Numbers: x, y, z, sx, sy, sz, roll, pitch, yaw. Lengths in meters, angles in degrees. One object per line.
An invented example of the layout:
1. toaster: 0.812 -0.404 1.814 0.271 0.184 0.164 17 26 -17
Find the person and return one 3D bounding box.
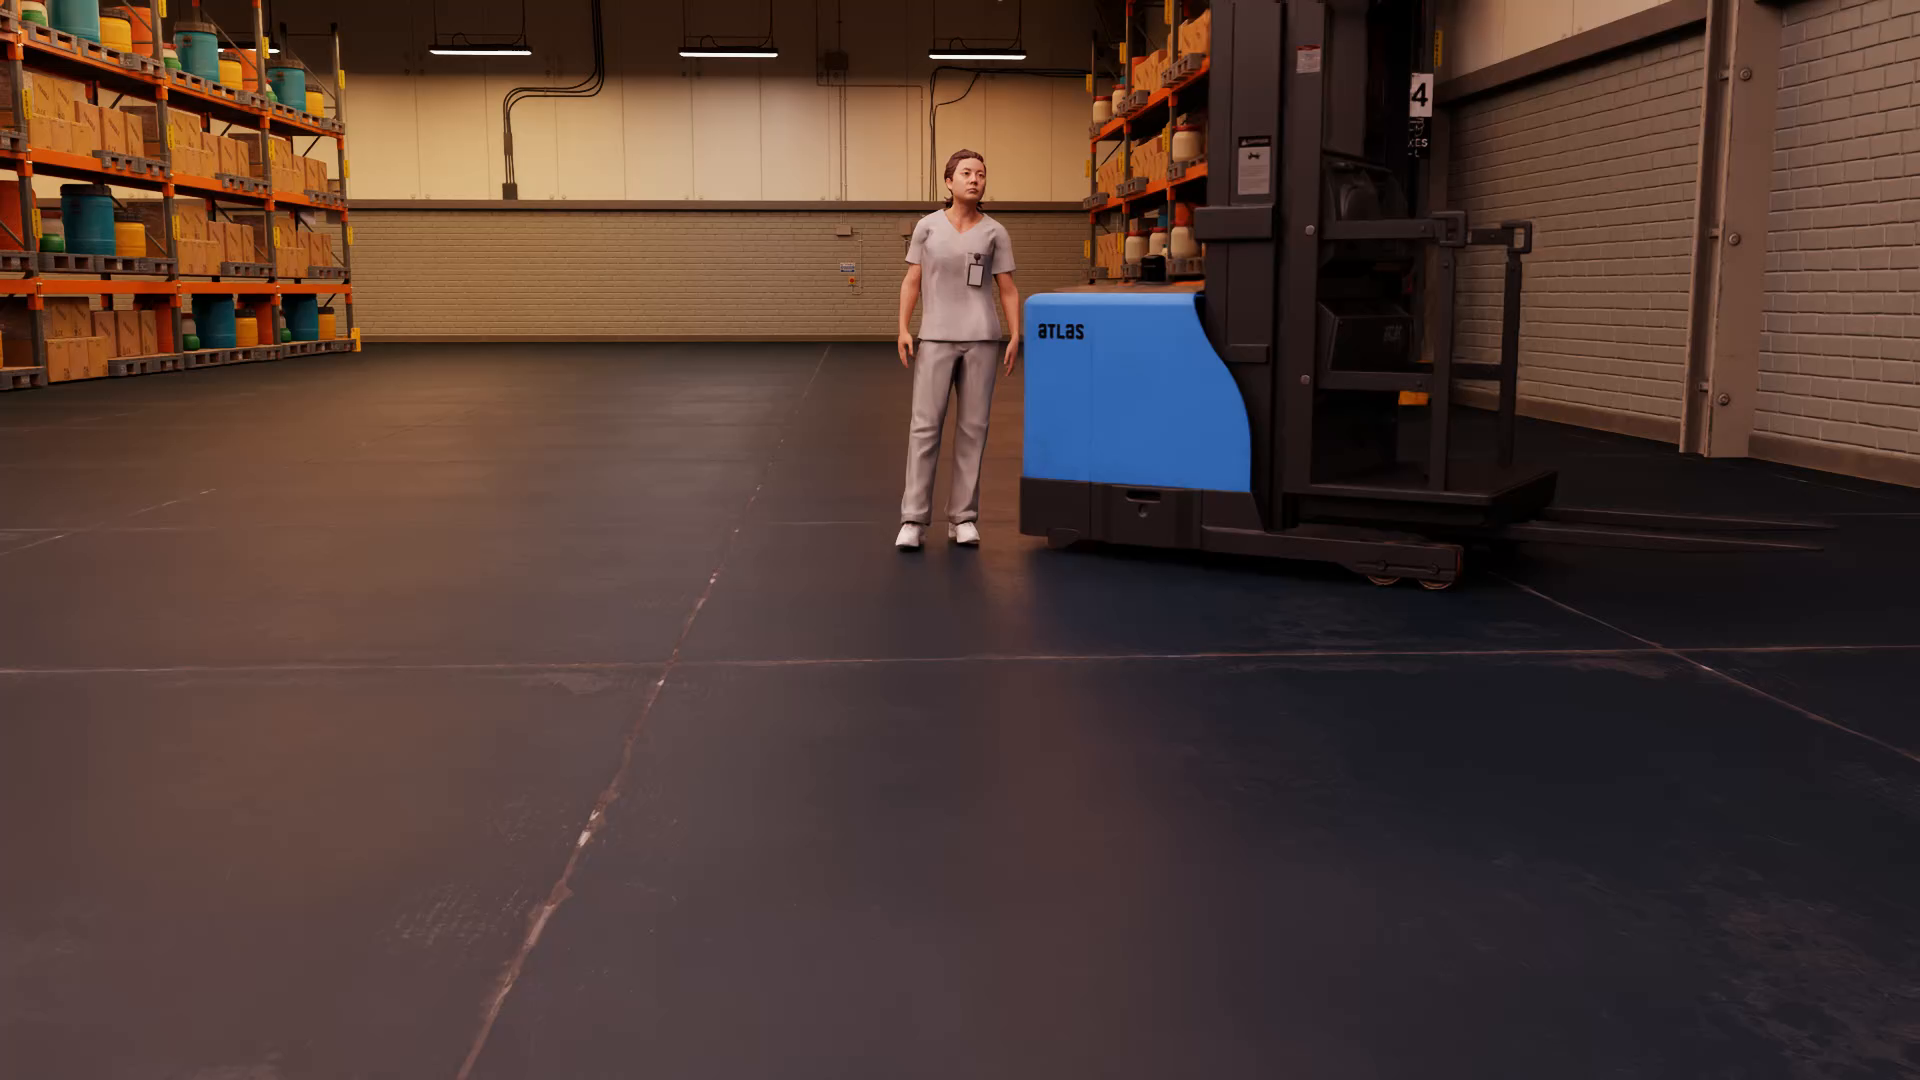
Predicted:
1. person: -0.009 -0.825 7.112 0.549 1.673 0.548 -1 8 -4

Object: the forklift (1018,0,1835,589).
1. forklift: 1.787 -1.358 6.478 3.031 2.935 1.130 5 10 29
